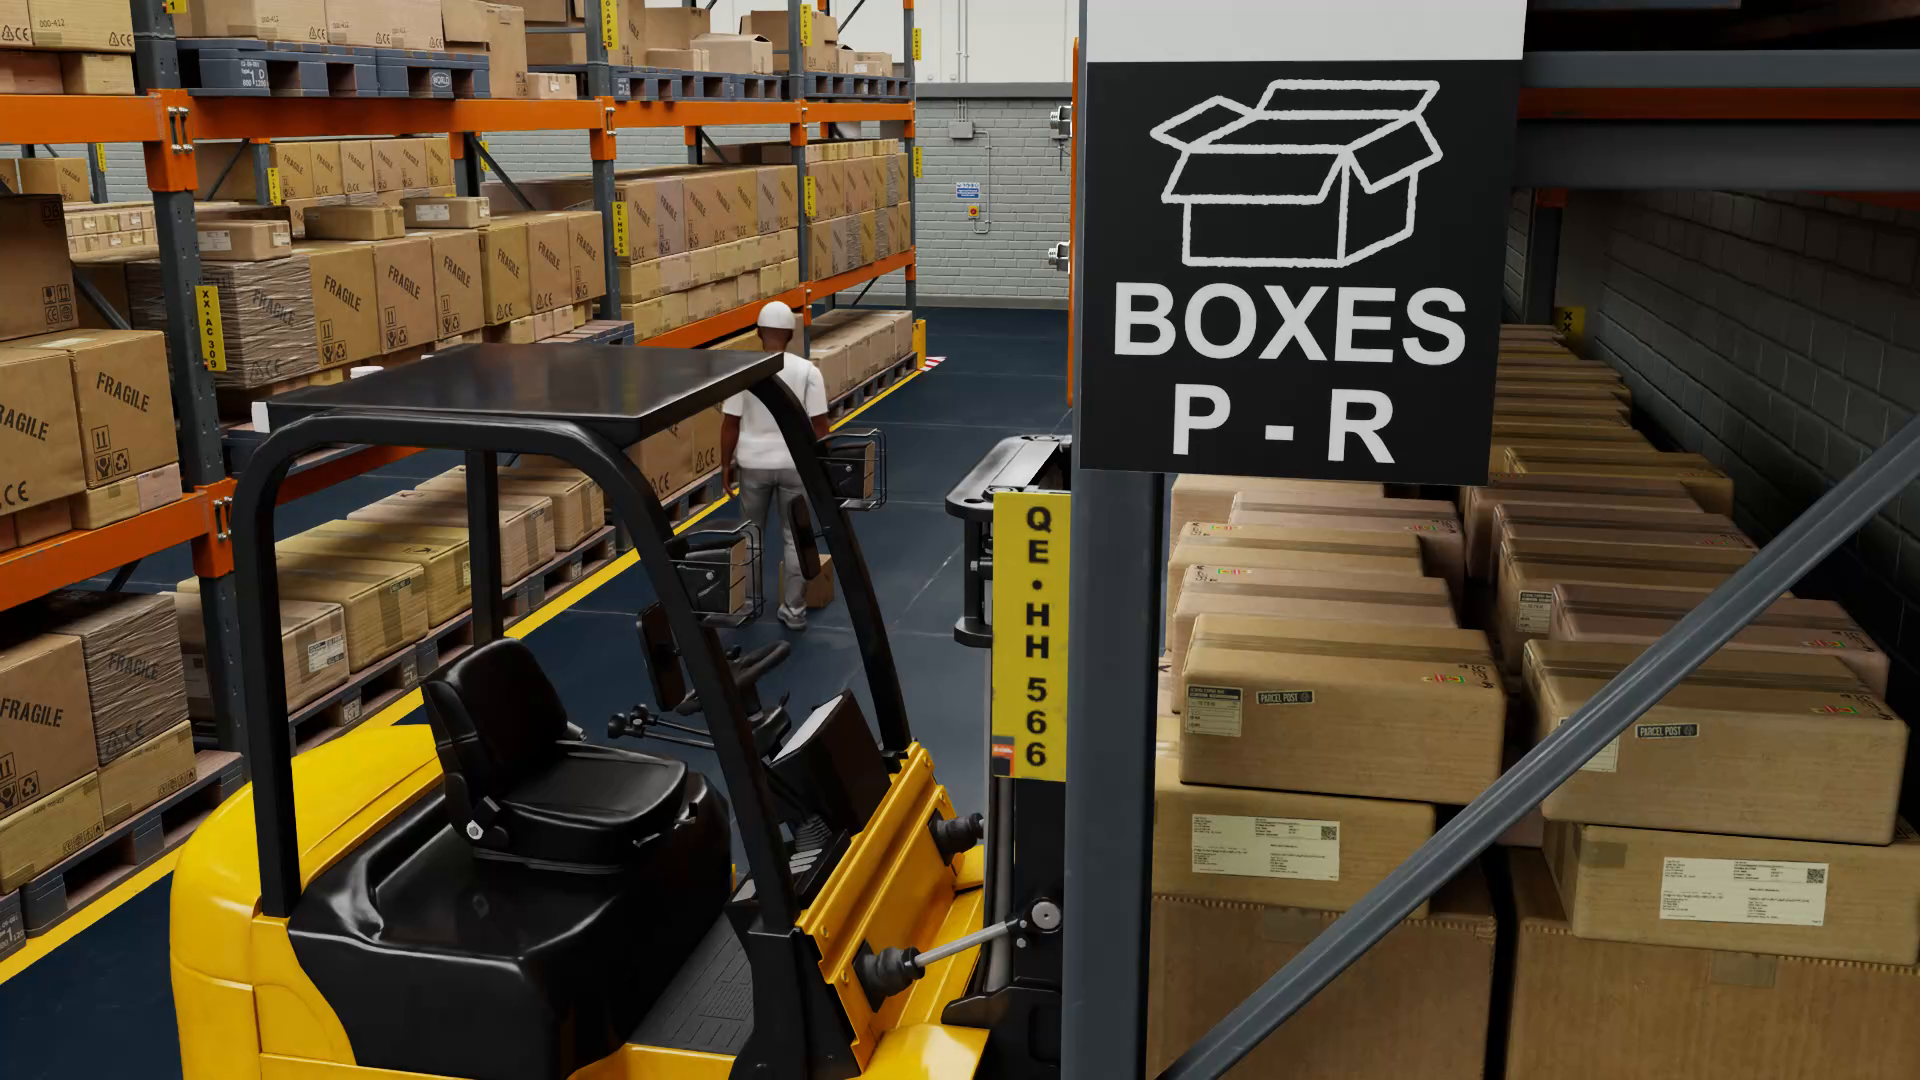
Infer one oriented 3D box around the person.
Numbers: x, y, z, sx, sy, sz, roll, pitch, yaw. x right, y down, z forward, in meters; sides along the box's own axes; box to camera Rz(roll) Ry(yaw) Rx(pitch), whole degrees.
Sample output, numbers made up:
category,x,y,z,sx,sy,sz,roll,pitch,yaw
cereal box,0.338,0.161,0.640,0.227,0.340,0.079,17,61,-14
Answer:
category,x,y,z,sx,sy,sz,roll,pitch,yaw
person,-0.997,-0.431,9.102,0.588,1.768,0.585,-1,15,-3
